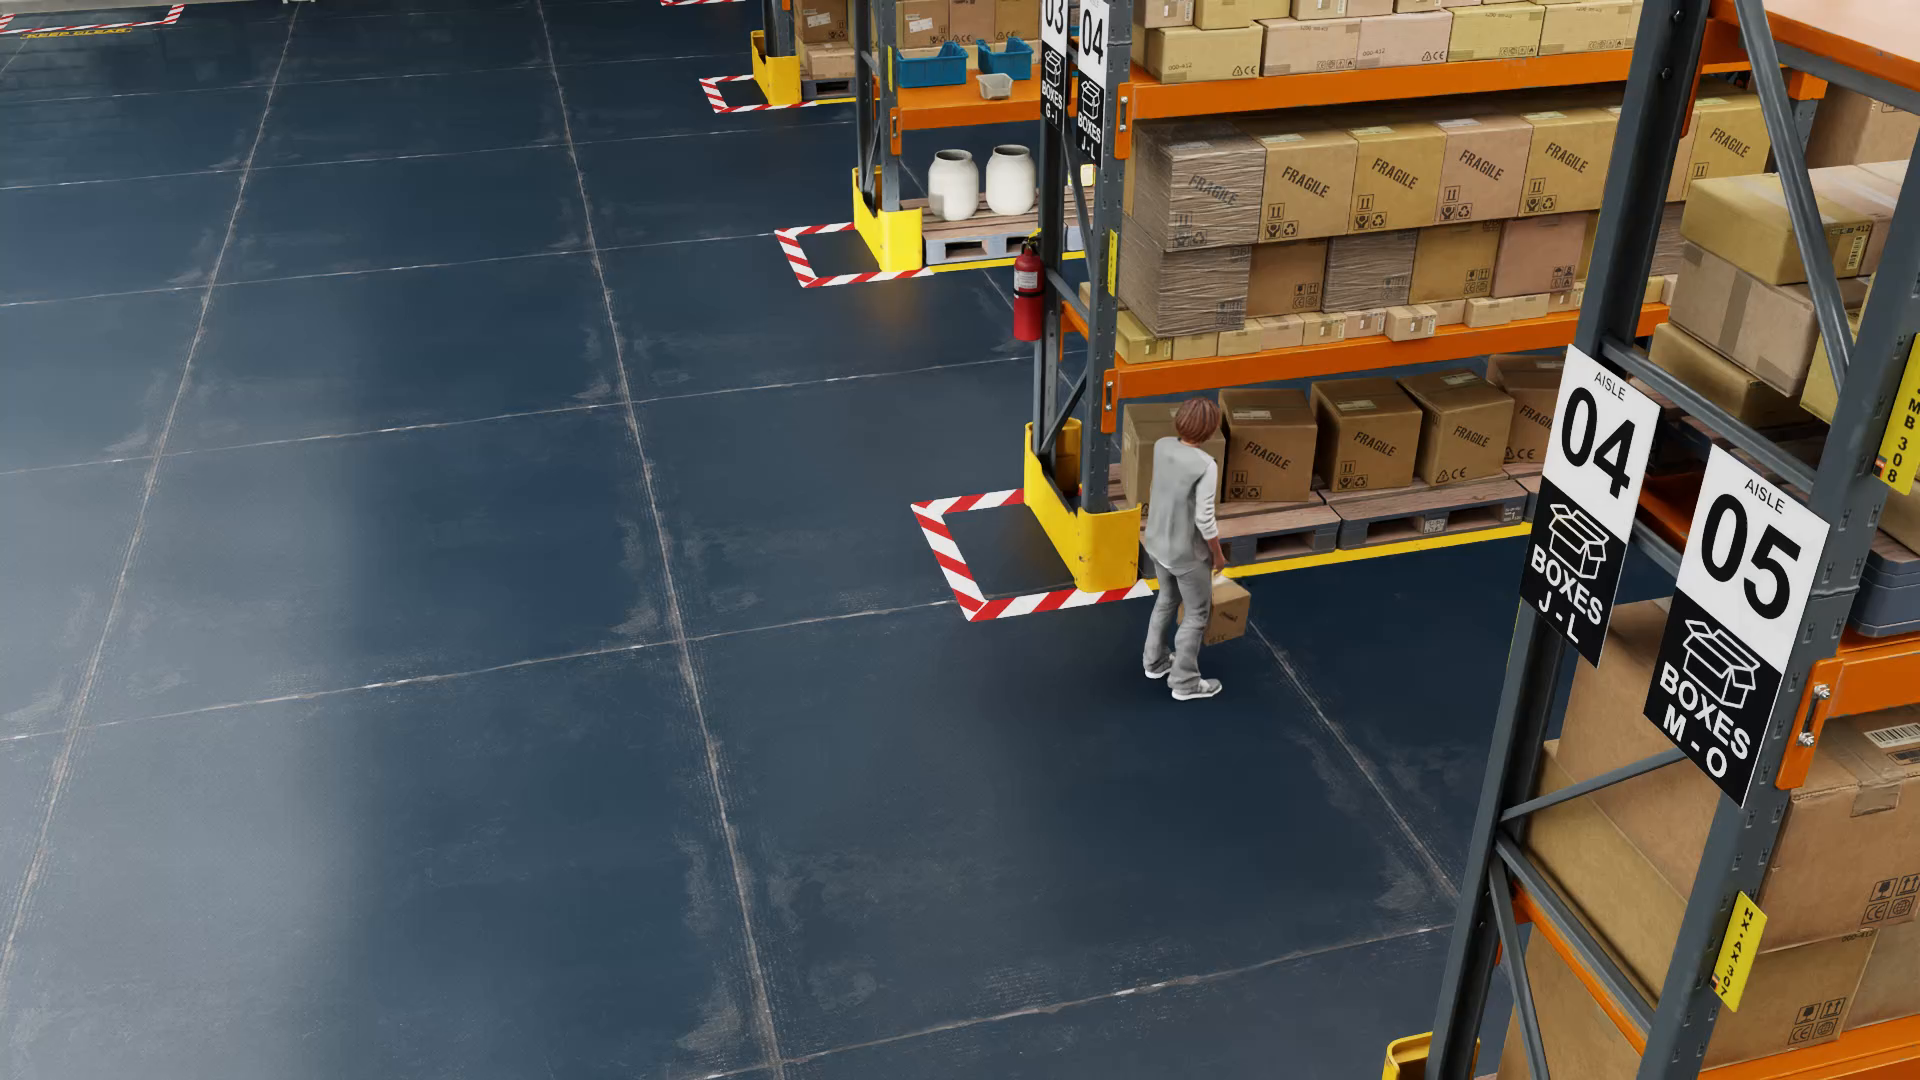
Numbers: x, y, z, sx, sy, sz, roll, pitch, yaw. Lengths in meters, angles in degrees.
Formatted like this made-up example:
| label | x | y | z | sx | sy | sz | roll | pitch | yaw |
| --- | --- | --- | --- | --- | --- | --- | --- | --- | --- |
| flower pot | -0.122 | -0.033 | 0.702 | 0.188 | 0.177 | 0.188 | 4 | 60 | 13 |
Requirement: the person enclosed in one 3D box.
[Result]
| label | x | y | z | sx | sy | sz | roll | pitch | yaw |
| --- | --- | --- | --- | --- | --- | --- | --- | --- | --- |
| person | 1.092 | 0.041 | 8.166 | 0.341 | 1.596 | 0.455 | -18 | 35 | -28 |
